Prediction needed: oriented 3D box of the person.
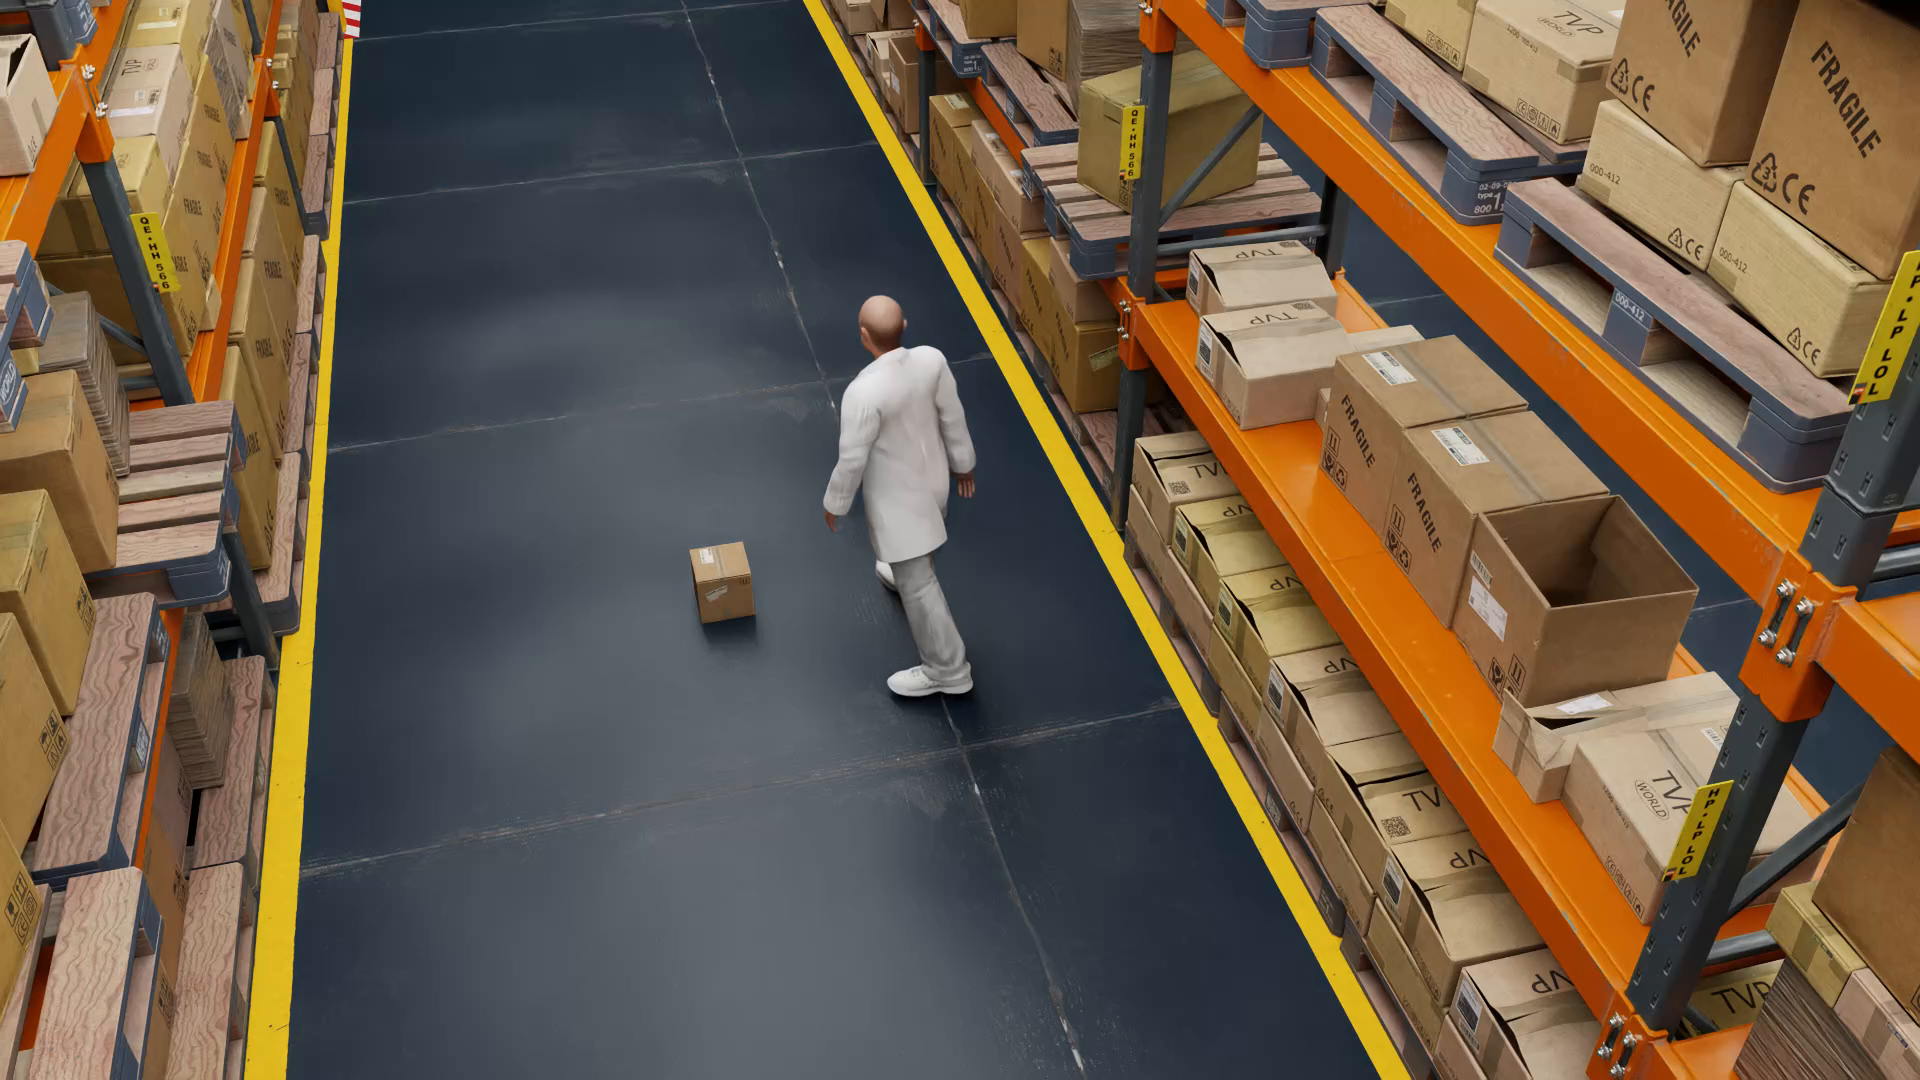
[{"bbox_3d":[-0.235,-0.211,7.023,0.878,1.749,0.688,26,45,30],"label":"person"}]
